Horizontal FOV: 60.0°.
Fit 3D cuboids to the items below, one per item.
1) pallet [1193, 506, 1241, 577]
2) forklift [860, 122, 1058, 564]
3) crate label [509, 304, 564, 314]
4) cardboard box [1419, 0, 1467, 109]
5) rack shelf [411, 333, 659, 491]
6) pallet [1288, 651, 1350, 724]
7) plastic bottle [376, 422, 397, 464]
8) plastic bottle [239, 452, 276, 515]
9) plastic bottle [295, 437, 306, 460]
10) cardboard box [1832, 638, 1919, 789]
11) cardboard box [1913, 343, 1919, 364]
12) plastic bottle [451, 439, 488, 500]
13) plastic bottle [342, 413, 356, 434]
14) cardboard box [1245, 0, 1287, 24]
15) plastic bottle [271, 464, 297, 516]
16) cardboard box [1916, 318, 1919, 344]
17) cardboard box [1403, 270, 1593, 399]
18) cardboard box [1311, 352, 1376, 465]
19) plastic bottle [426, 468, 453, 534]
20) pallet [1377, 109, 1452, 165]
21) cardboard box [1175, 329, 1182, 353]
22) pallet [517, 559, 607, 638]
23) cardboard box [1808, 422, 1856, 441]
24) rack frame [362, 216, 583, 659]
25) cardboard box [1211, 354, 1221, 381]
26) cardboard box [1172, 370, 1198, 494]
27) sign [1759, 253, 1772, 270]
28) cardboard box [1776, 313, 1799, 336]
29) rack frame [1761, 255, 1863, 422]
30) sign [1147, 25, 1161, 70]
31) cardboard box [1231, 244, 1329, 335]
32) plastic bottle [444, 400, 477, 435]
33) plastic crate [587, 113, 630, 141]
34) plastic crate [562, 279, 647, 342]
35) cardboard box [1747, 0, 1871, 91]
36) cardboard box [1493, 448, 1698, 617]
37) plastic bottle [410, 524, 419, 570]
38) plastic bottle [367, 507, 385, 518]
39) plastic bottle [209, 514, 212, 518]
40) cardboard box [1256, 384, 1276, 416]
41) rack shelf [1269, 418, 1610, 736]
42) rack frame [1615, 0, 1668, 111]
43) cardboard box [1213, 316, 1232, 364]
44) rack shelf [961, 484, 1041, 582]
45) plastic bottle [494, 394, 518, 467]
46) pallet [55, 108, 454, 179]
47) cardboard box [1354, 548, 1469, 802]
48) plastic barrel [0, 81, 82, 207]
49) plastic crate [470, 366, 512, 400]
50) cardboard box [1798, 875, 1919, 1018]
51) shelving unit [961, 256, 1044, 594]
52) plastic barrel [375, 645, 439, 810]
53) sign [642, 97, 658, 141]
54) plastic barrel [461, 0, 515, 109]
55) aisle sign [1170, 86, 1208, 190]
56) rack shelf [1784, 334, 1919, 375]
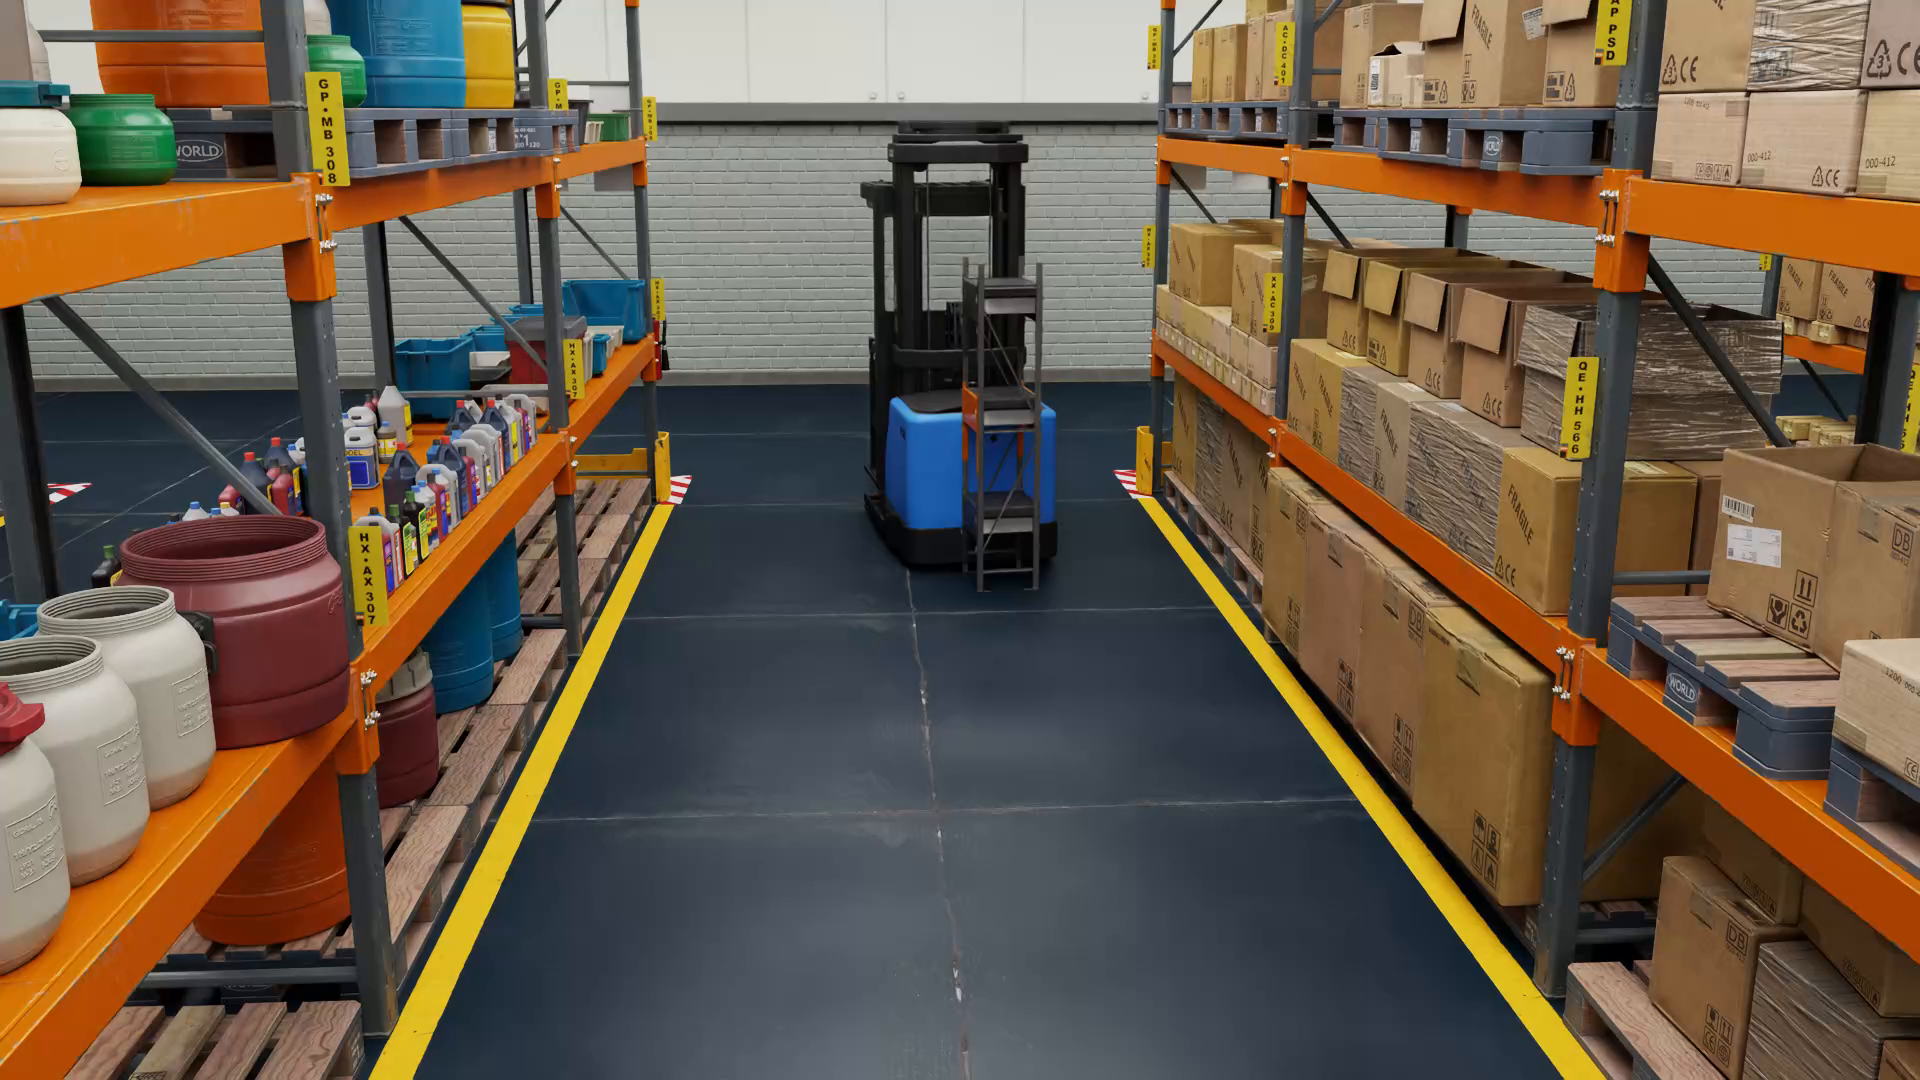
[{"bbox_3d":[2.240,-0.010,11.641,1.003,0.211,1.213,-1,14,-3],"label":"pallet"},{"bbox_3d":[-0.124,-1.578,12.276,1.130,2.935,3.031,-3,15,-11],"label":"forklift"},{"bbox_3d":[-3.217,-1.666,12.696,0.416,0.233,0.303,-1,14,-3],"label":"crate label"},{"bbox_3d":[2.388,-2.085,7.040,0.797,0.503,0.637,-1,14,-4],"label":"cardboard box"},{"bbox_3d":[-2.779,-0.939,11.098,1.077,0.370,4.000,-1,14,-3],"label":"rack shelf"},{"bbox_3d":[2.411,0.675,8.978,1.003,0.211,1.213,-1,14,-3],"label":"pallet"},{"bbox_3d":[-2.861,-0.488,8.301,0.097,0.201,0.097,0,14,0],"label":"plastic bottle"},{"bbox_3d":[-2.898,-0.189,6.841,0.144,0.351,0.185,-1,14,-3],"label":"plastic bottle"},{"bbox_3d":[-2.935,-0.320,7.501,0.152,0.276,0.135,-1,14,-3],"label":"plastic bottle"},{"bbox_3d":[2.410,0.418,3.838,0.500,0.250,0.500,-1,14,-5],"label":"cardboard box"},{"bbox_3d":[6.837,-1.318,11.632,0.380,0.149,0.250,0,14,-1],"label":"cardboard box"},{"bbox_3d":[-2.232,-0.329,7.534,0.152,0.276,0.135,-1,14,-3],"label":"plastic bottle"},{"bbox_3d":[-3.004,-0.486,8.153,0.097,0.271,0.097,0,14,0],"label":"plastic bottle"},{"bbox_3d":[2.155,-3.474,10.741,0.500,0.250,0.500,-1,14,-5],"label":"cardboard box"},{"bbox_3d":[-2.797,-0.165,6.881,0.061,0.283,0.133,-1,14,-3],"label":"plastic bottle"},{"bbox_3d":[6.863,-1.607,11.456,0.500,0.500,0.500,-1,14,-5],"label":"cardboard box"},{"bbox_3d":[2.421,-0.916,7.354,0.797,0.503,0.637,0,14,-2],"label":"cardboard box"},{"bbox_3d":[2.099,-0.671,8.414,0.500,0.500,0.500,-1,14,-3],"label":"cardboard box"},{"bbox_3d":[-2.163,-0.161,6.892,0.097,0.271,0.097,0,14,0],"label":"plastic bottle"},{"bbox_3d":[2.371,-1.670,6.856,1.003,0.211,1.213,0,14,-1],"label":"pallet"},{"bbox_3d":[1.784,-1.453,12.160,0.380,0.149,0.250,-1,14,-4],"label":"cardboard box"},{"bbox_3d":[-2.740,0.379,10.131,1.003,0.211,1.213,-1,14,-3],"label":"pallet"},{"bbox_3d":[6.827,-0.821,12.881,0.380,0.149,0.250,-1,14,-2],"label":"cardboard box"},{"bbox_3d":[-2.655,-0.790,9.075,1.000,3.000,0.127,-1,14,-3],"label":"rack frame"},{"bbox_3d":[1.862,-1.135,10.921,0.380,0.149,0.250,-1,14,-4],"label":"cardboard box"},{"bbox_3d":[2.160,-0.877,12.837,0.875,0.875,0.875,-1,14,-3],"label":"cardboard box"},{"bbox_3d":[6.455,-2.323,13.298,0.100,0.325,0.005,-1,14,-3],"label":"sign"},{"bbox_3d":[6.690,-1.705,13.137,0.380,0.149,0.250,-1,14,-4],"label":"cardboard box"},{"bbox_3d":[6.997,-1.912,13.439,1.000,3.000,0.127,-1,14,-3],"label":"rack frame"},{"bbox_3d":[1.486,-3.768,12.719,0.100,0.325,0.005,-1,14,-3],"label":"sign"},{"bbox_3d":[1.966,-1.535,10.173,0.500,0.500,0.500,-1,14,-3],"label":"cardboard box"},{"bbox_3d":[-2.404,-0.494,8.025,0.144,0.351,0.185,-1,14,-3],"label":"plastic bottle"},{"bbox_3d":[-2.557,-2.893,11.658,0.450,0.188,0.336,-1,14,-3],"label":"plastic crate"},{"bbox_3d":[-2.696,-1.750,12.617,0.616,0.435,0.499,-1,14,-3],"label":"plastic crate"},{"bbox_3d":[2.336,-1.367,4.097,0.500,0.500,0.500,-1,14,-3],"label":"cardboard box"},{"bbox_3d":[2.258,-0.038,5.956,0.500,0.500,0.500,0,14,-2],"label":"cardboard box"},{"bbox_3d":[-2.129,0.011,6.361,0.097,0.201,0.097,0,14,0],"label":"plastic bottle"},{"bbox_3d":[-2.181,0.012,6.220,0.097,0.271,0.097,0,14,0],"label":"plastic bottle"},{"bbox_3d":[-2.892,0.000,6.405,0.097,0.201,0.097,0,14,0],"label":"plastic bottle"},{"bbox_3d":[1.942,-0.815,9.679,0.380,0.149,0.250,-1,14,-3],"label":"cardboard box"},{"bbox_3d":[2.412,-0.020,7.529,1.077,0.370,4.000,-1,14,-3],"label":"rack shelf"},{"bbox_3d":[2.536,-2.777,4.758,1.000,3.000,0.127,-1,14,-3],"label":"rack frame"},{"bbox_3d":[1.932,-1.299,10.758,0.500,0.250,0.500,-1,14,-2],"label":"cardboard box"},{"bbox_3d":[0.264,-0.051,10.875,0.431,0.518,0.480,-3,15,-11],"label":"rack shelf"},{"bbox_3d":[-2.272,-0.542,8.212,0.144,0.351,0.185,-1,14,-3],"label":"plastic bottle"},{"bbox_3d":[-2.357,-1.348,5.604,1.003,0.211,1.213,-1,14,-3],"label":"pallet"},{"bbox_3d":[2.466,0.561,7.249,1.225,0.875,0.875,-1,14,-3],"label":"cardboard box"},{"bbox_3d":[-2.096,-0.868,3.637,0.301,0.262,0.301,0,14,0],"label":"plastic barrel"},{"bbox_3d":[-2.993,-0.960,10.168,0.437,0.125,0.590,-1,14,-3],"label":"plastic crate"},{"bbox_3d":[2.650,1.061,4.511,0.500,0.250,0.500,1,14,3],"label":"cardboard box"},{"bbox_3d":[0.264,-0.742,10.697,0.431,2.100,0.503,-3,15,-11],"label":"shelving unit"},{"bbox_3d":[-2.525,0.767,7.020,0.600,0.588,0.708,-1,14,-3],"label":"plastic barrel"},{"bbox_3d":[-2.355,-3.199,12.629,0.100,0.325,0.005,-1,14,-3],"label":"sign"},{"bbox_3d":[-2.396,-2.313,7.756,0.600,0.588,0.600,0,14,0],"label":"plastic barrel"},{"bbox_3d":[1.736,-3.133,12.966,0.394,0.787,0.004,-1,14,-3],"label":"aisle sign"},{"bbox_3d":[7.121,-1.066,11.595,1.077,0.370,4.000,-1,14,-3],"label":"rack shelf"}]
